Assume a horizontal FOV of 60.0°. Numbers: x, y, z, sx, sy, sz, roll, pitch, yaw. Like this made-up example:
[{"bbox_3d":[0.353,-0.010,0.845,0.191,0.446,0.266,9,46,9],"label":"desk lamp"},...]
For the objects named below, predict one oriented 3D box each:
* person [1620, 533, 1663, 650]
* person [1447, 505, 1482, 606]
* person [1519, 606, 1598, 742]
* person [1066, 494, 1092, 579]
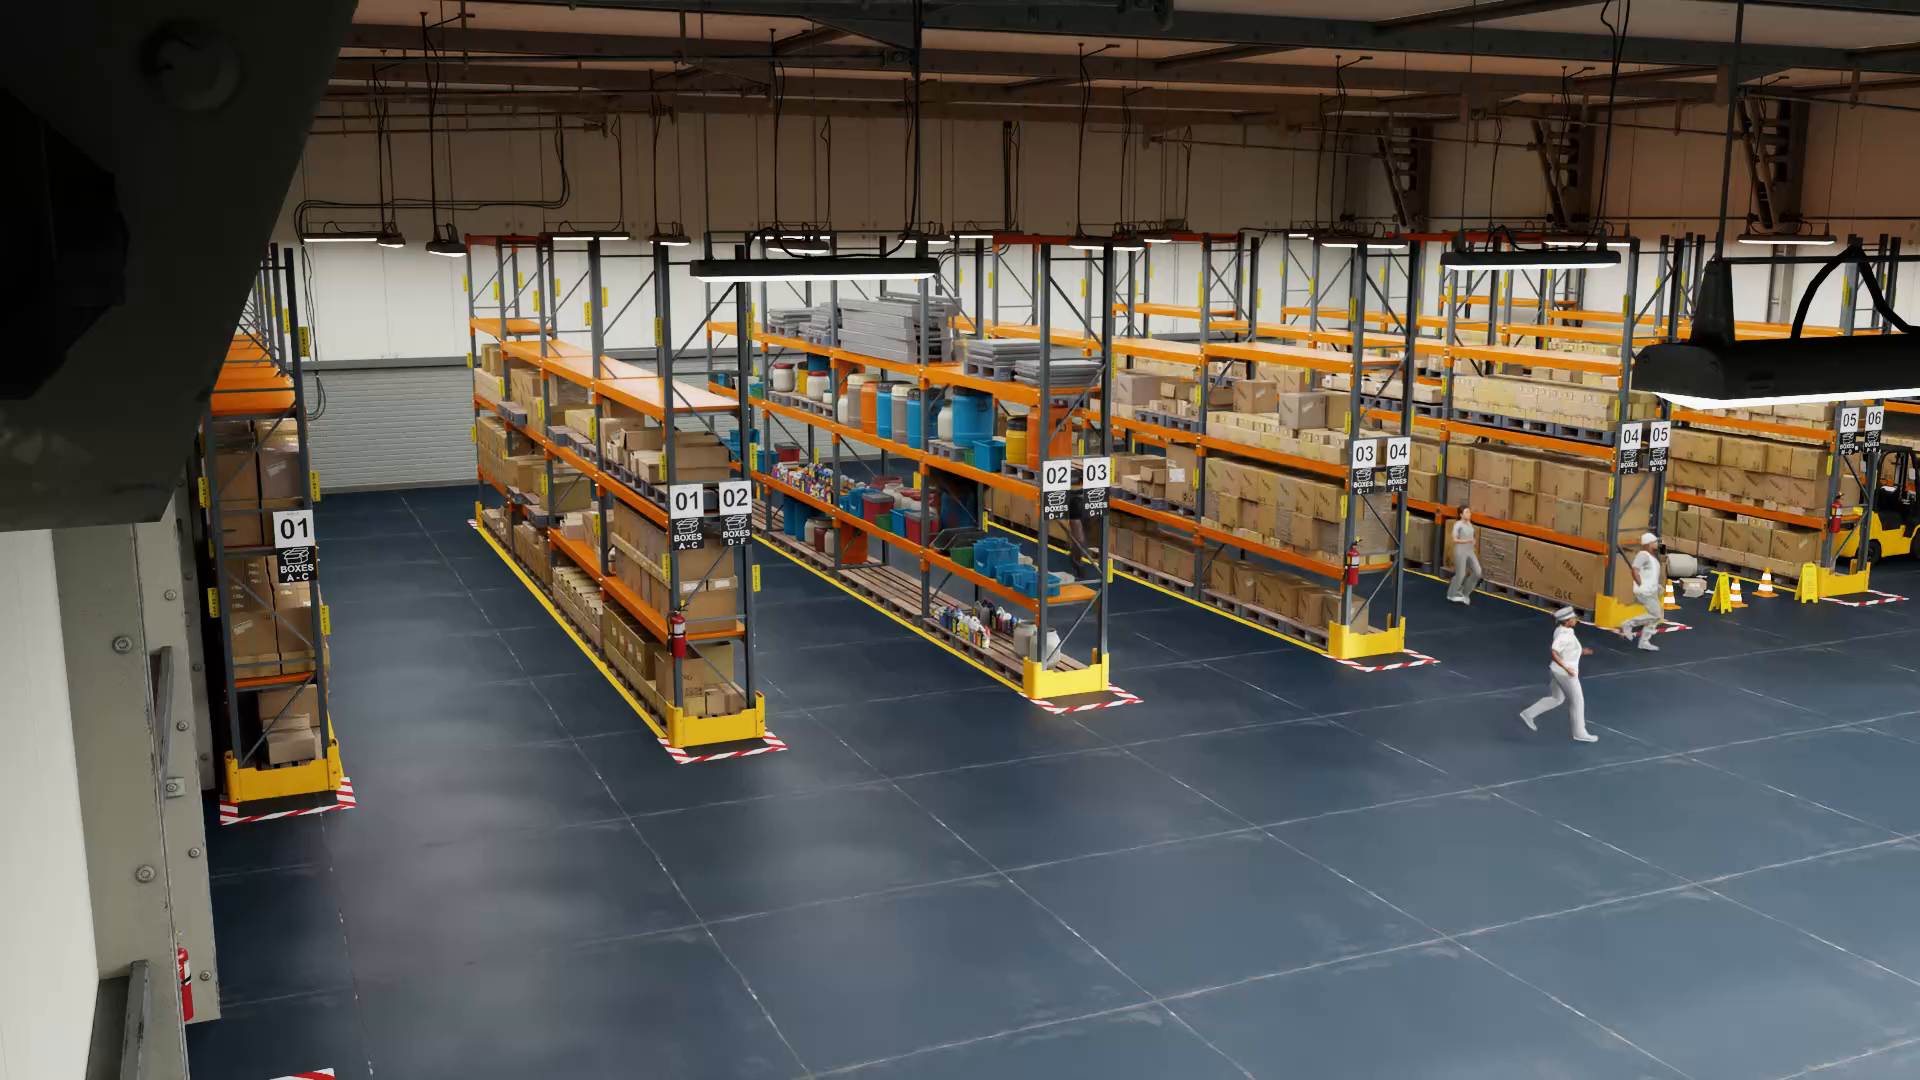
[{"bbox_3d":[10.224,0.751,24.794,0.561,1.701,0.723,7,13,31],"label":"person"},{"bbox_3d":[8.344,0.260,27.439,0.546,1.678,0.641,-6,13,-29],"label":"person"},{"bbox_3d":[7.349,1.619,20.279,0.924,1.675,0.583,1,11,7],"label":"person"},{"bbox_3d":[2.086,-0.285,28.722,0.624,1.841,0.728,-7,13,-33],"label":"person"}]
